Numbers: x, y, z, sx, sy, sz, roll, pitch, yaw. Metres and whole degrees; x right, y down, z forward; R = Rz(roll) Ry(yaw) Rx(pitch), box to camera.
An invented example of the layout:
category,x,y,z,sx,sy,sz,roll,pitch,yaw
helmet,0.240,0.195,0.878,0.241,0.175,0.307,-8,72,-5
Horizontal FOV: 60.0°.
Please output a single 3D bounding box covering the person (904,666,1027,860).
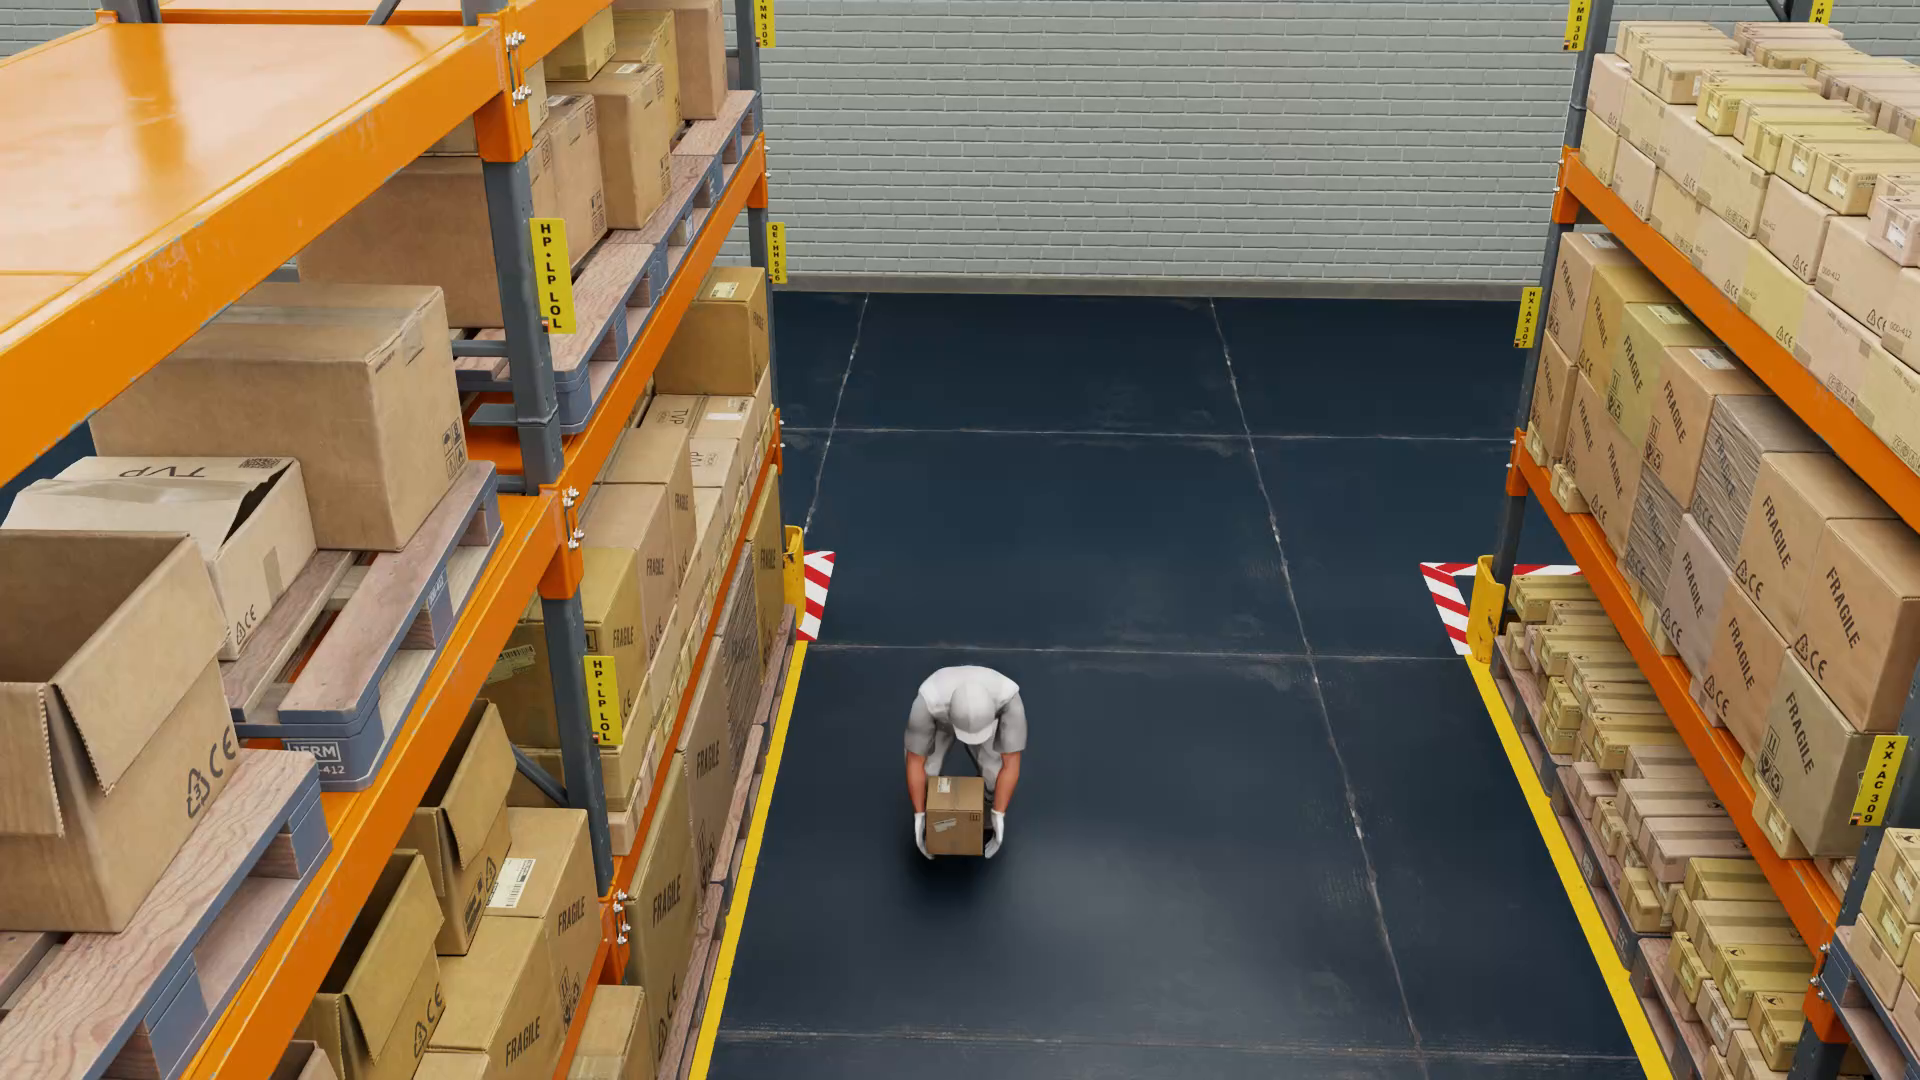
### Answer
category,x,y,z,sx,sy,sz,roll,pitch,yaw
person,0.019,0.932,7.678,0.561,0.999,0.875,1,28,2
